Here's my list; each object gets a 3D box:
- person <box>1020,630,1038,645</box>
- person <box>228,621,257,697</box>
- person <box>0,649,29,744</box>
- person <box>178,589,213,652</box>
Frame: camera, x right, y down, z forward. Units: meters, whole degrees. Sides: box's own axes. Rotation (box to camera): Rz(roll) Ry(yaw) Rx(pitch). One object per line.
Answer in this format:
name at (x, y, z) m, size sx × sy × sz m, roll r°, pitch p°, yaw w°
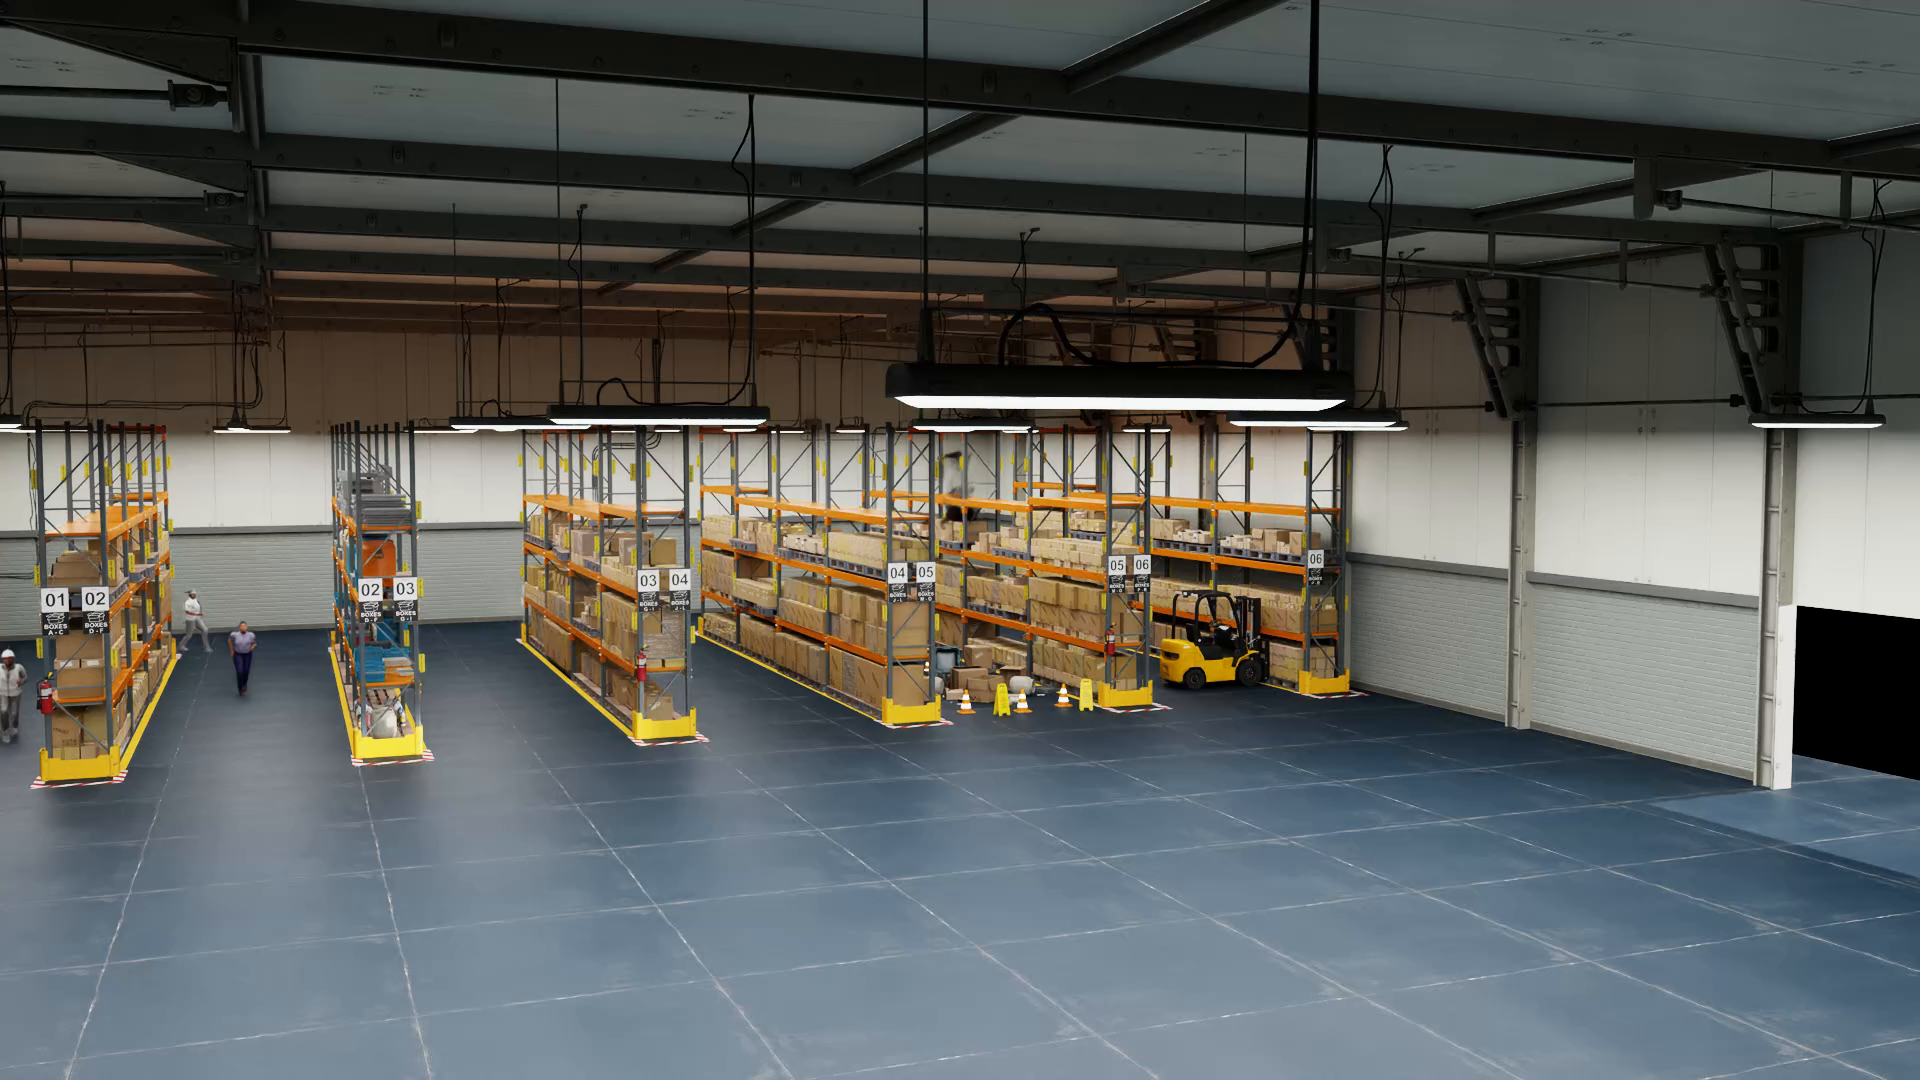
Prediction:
person at (1.841, 2.057, 45.205) m, size 0.620 × 1.725 × 0.856 m, roll -2°, pitch 4°, yaw -24°
person at (-15.838, 2.637, 36.745) m, size 0.536 × 1.688 × 0.859 m, roll -3°, pitch 5°, yaw -38°
person at (-17.881, 2.918, 31.274) m, size 0.677 × 1.771 × 0.913 m, roll -2°, pitch 4°, yaw -30°
person at (-20.280, 2.146, 43.972) m, size 0.828 × 1.720 × 0.578 m, roll 1°, pitch 4°, yaw 8°
